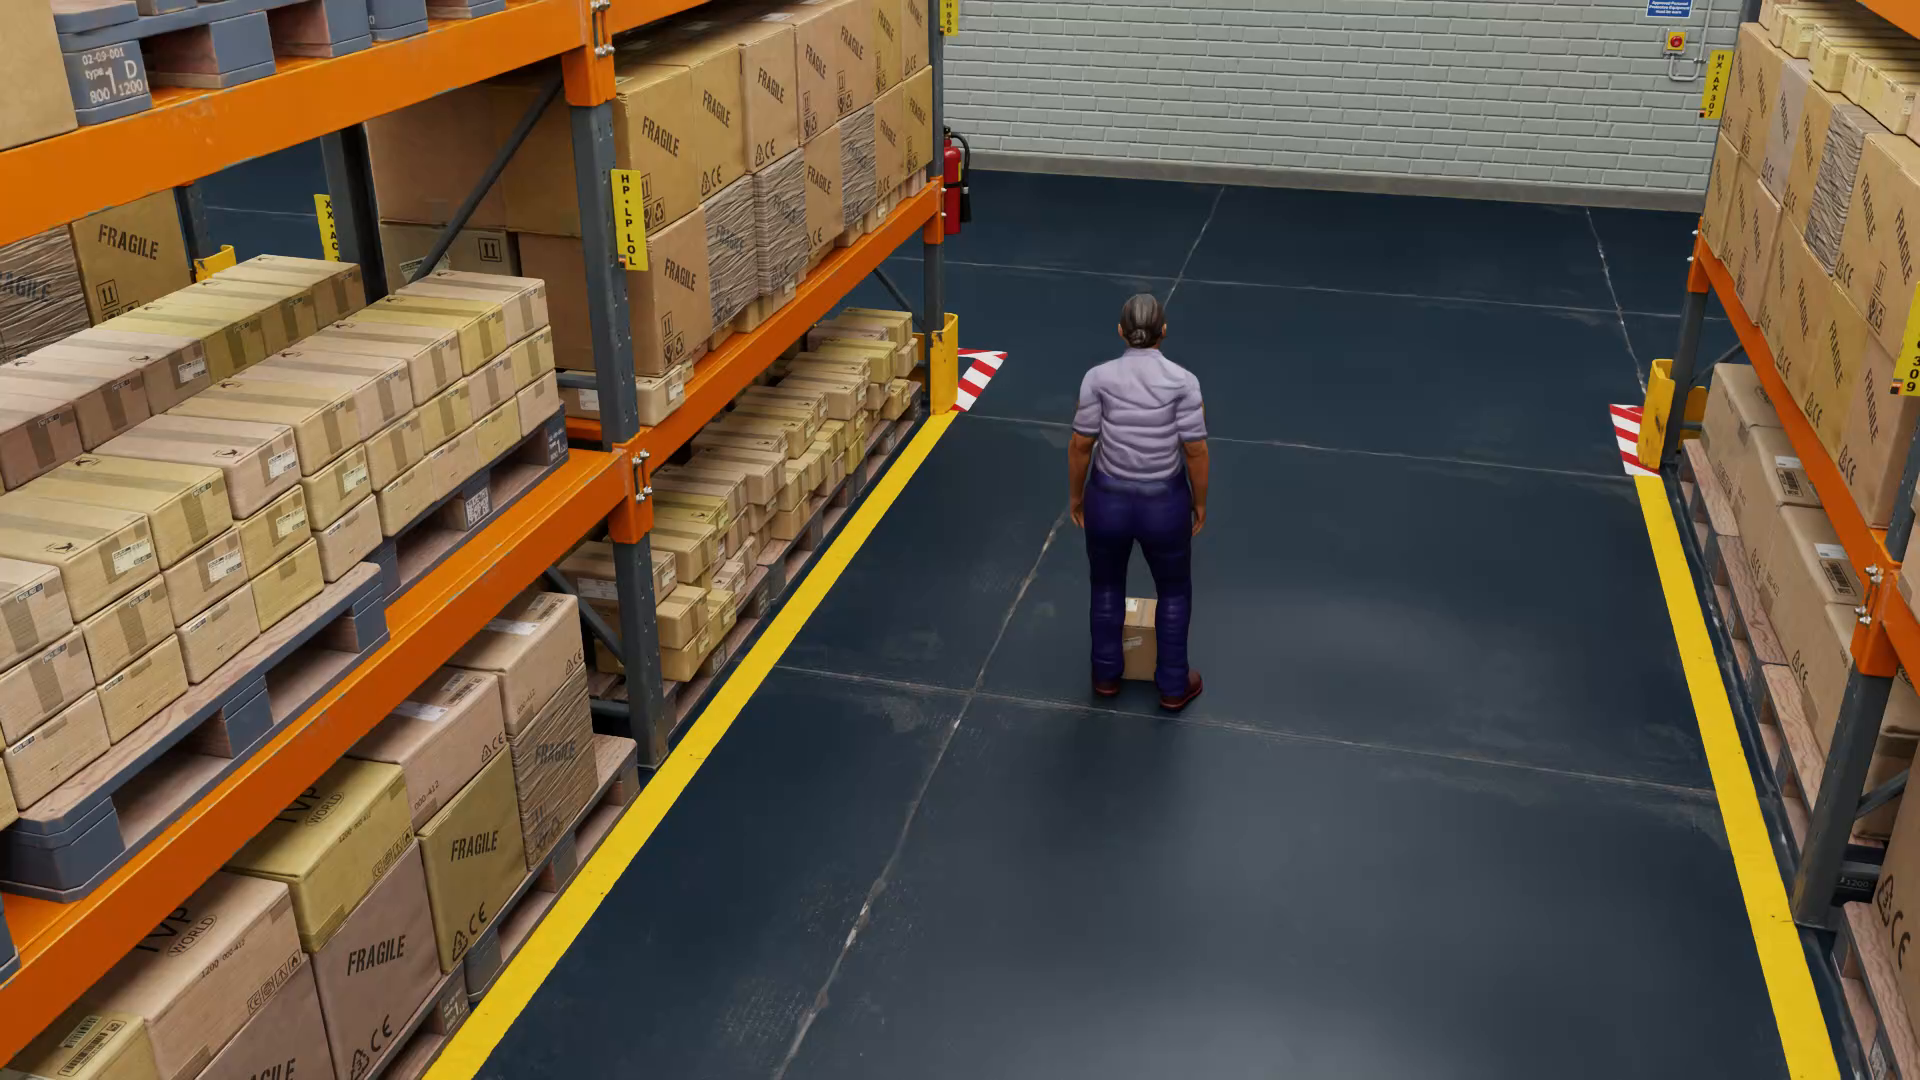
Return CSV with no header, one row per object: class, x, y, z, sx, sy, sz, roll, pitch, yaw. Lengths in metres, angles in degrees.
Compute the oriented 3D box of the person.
person,0.697,-0.135,6.401,0.562,1.653,0.418,5,26,11
